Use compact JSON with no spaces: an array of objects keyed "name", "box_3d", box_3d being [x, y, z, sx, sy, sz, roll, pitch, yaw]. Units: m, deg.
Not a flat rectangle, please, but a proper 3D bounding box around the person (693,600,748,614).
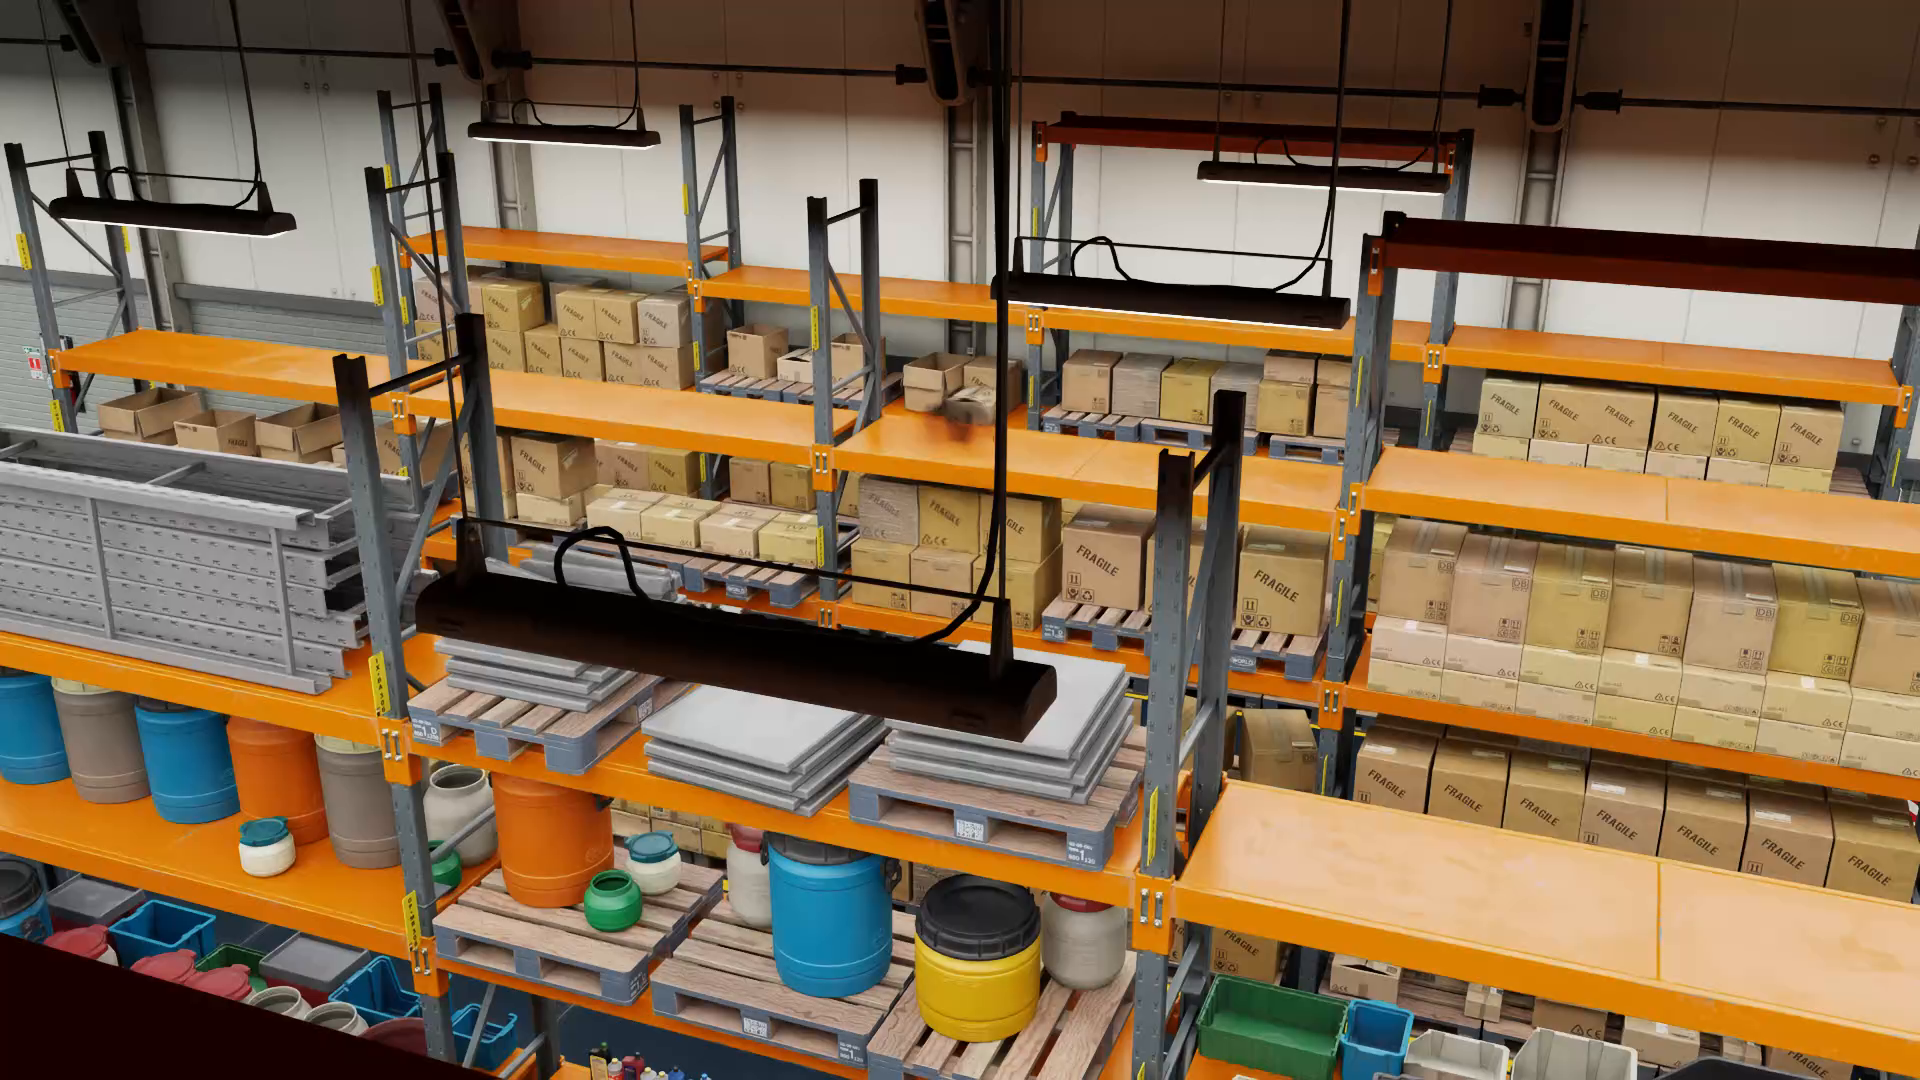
[{"name":"person","box_3d":[-2.614,0.695,18.135,0.591,1.830,0.462,13,24,30]}]
